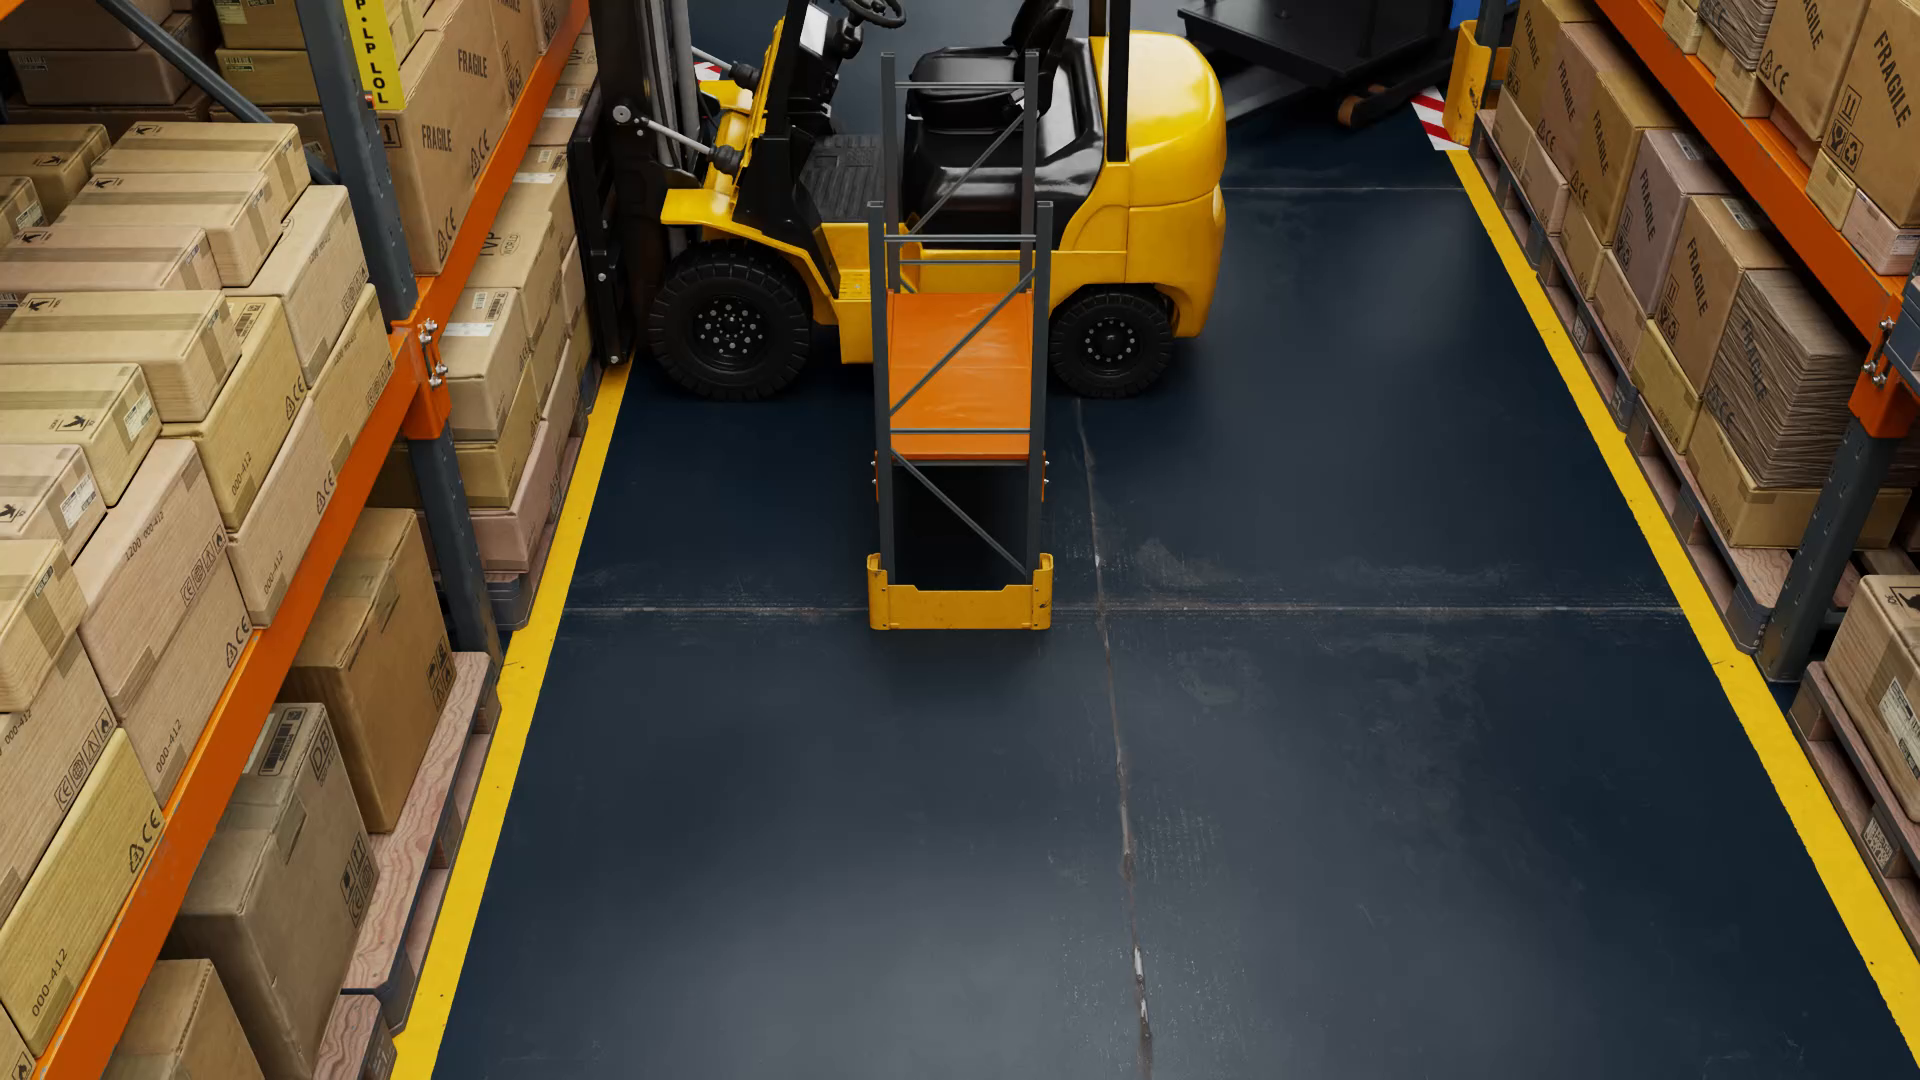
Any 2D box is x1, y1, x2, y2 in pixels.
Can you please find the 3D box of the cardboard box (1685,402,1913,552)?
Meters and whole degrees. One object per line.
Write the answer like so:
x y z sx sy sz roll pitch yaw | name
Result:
2.749 -0.219 5.487 0.500 0.250 0.500 2 39 2 | cardboard box

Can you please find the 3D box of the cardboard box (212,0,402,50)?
-1.649 -1.360 4.212 0.380 0.149 0.250 1 39 1 | cardboard box

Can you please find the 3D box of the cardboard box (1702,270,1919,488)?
2.750 -0.512 5.253 0.500 0.500 0.500 -1 39 -1 | cardboard box

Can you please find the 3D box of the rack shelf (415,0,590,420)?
-1.947 -1.722 6.076 1.077 0.370 4.000 0 39 0 | rack shelf

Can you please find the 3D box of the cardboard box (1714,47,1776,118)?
2.709 -1.496 5.420 0.380 0.149 0.250 -1 39 -1 | cardboard box

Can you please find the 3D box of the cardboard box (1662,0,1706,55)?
2.702 -1.817 5.820 0.380 0.149 0.250 0 39 0 | cardboard box

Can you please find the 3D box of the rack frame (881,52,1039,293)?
-0.001 -0.956 5.744 0.500 1.500 0.032 0 39 0 | rack frame

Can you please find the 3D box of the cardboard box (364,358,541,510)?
-1.637 -0.341 5.240 0.500 0.250 0.500 0 39 0 | cardboard box

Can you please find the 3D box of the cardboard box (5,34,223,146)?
-2.216 -1.072 4.609 0.500 0.500 0.500 0 39 0 | cardboard box

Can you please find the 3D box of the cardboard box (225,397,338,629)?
-1.677 -0.065 3.552 0.500 0.250 0.500 0 39 0 | cardboard box

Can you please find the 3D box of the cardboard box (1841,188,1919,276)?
2.713 -0.861 4.627 0.380 0.149 0.250 0 39 -1 | cardboard box

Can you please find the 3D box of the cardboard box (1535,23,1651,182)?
2.744 -1.797 6.857 0.500 0.500 0.500 -1 39 -2 | cardboard box

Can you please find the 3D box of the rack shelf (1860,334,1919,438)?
3.021 0.773 2.962 1.077 0.370 4.000 0 39 0 | rack shelf

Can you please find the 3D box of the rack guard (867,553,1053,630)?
0.000 0.166 5.343 0.587 0.250 0.087 0 39 0 | rack guard

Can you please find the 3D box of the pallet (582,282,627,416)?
-1.908 -0.927 6.737 1.003 0.211 1.213 0 39 0 | pallet

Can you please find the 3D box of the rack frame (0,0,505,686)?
-1.945 -0.752 4.290 1.000 3.000 0.127 0 39 0 | rack frame

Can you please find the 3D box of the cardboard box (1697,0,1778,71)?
2.757 -1.837 5.326 0.500 0.500 0.500 1 39 1 | cardboard box

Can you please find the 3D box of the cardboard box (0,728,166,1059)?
-1.699 0.569 2.761 0.500 0.250 0.500 1 39 1 | cardboard box

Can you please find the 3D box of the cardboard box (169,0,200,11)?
-2.206 -1.517 4.408 0.380 0.149 0.250 -1 39 -1 | cardboard box

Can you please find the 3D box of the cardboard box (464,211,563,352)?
-1.622 -0.856 5.483 0.500 0.250 0.500 0 39 0 | cardboard box

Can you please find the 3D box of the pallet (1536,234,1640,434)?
2.978 -0.855 6.648 1.003 0.211 1.213 0 39 0 | pallet

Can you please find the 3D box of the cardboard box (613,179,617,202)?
-1.625 -1.599 6.810 0.500 0.250 0.500 -1 39 -1 | cardboard box

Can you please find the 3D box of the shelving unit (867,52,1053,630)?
0.000 -0.633 5.340 0.587 1.500 1.083 0 39 0 | shelving unit

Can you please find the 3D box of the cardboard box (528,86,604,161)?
-1.627 -1.495 6.281 0.500 0.250 0.500 -1 39 -1 | cardboard box

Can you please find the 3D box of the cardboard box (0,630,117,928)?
-1.704 0.375 2.604 0.500 0.250 0.500 0 39 1 | cardboard box

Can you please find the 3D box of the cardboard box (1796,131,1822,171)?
2.784 -1.180 5.025 0.380 0.149 0.250 0 39 0 | cardboard box

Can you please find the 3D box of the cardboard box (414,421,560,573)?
-1.614 -0.146 5.397 0.500 0.250 0.500 0 39 0 | cardboard box

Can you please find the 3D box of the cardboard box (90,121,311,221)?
-1.723 -0.831 3.790 0.380 0.149 0.250 1 39 2 | cardboard box

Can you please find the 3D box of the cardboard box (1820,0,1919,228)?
2.769 -1.191 4.520 0.500 0.500 0.500 -1 39 -1 | cardboard box

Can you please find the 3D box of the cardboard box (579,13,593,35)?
-1.631 -2.128 7.070 0.500 0.250 0.500 1 39 1 | cardboard box

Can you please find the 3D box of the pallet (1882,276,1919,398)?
2.874 -0.205 3.761 1.003 0.211 1.213 0 39 0 | pallet

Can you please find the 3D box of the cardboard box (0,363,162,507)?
-1.686 -0.188 2.988 0.380 0.149 0.250 -1 39 -1 | cardboard box

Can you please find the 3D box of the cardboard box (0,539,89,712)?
-1.614 0.134 2.586 0.380 0.149 0.250 -1 39 -1 | cardboard box

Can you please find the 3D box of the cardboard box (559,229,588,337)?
-1.628 -0.970 6.025 0.500 0.250 0.500 0 39 0 | cardboard box

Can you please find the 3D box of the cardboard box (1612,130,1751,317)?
2.746 -1.149 6.048 0.500 0.500 0.500 2 39 2 | cardboard box

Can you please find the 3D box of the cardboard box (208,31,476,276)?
-1.684 -1.069 4.605 0.500 0.500 0.500 -1 39 -1 | cardboard box

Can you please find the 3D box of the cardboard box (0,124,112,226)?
-2.159 -0.825 3.782 0.380 0.149 0.250 -1 39 -1 | cardboard box

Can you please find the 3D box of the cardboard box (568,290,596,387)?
-1.647 -0.785 6.194 0.500 0.250 0.500 1 39 1 | cardboard box

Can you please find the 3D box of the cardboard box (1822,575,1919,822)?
3.022 0.431 4.579 0.950 0.372 0.625 0 39 1 | cardboard box

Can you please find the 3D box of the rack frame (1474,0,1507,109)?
3.014 -3.260 7.419 1.000 3.000 0.127 0 39 0 | rack frame

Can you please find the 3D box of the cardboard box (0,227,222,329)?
-1.757 -0.517 3.397 0.380 0.149 0.250 0 39 0 | cardboard box

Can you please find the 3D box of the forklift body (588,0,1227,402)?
-0.123 -1.738 6.199 2.313 2.155 1.214 0 39 0 | forklift body

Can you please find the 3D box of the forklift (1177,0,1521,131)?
1.835 -3.561 7.850 3.031 2.935 1.130 -29 47 -31 | forklift

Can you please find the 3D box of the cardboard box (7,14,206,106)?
-2.202 -1.245 4.307 0.380 0.149 0.250 0 39 0 | cardboard box

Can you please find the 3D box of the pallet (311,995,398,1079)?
-1.901 1.561 3.633 1.003 0.211 1.213 0 39 0 | pallet

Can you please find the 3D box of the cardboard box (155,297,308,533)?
-1.681 -0.260 3.396 0.500 0.250 0.500 -1 39 -1 | cardboard box

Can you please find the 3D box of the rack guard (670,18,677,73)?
-1.950 -2.293 8.212 1.175 0.500 0.348 0 39 0 | rack guard

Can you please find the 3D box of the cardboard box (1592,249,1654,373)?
2.743 -0.870 6.300 0.500 0.250 0.500 1 39 1 | cardboard box

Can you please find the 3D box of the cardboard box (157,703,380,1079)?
-1.940 0.822 3.889 0.875 0.625 0.625 0 39 0 | cardboard box

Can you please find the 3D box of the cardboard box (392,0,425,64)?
-1.684 -1.406 4.507 0.380 0.149 0.250 1 39 1 | cardboard box

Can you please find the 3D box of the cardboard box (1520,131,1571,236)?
2.731 -1.527 7.119 0.500 0.250 0.500 1 39 2 | cardboard box

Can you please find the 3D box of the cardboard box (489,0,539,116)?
-1.703 -1.711 5.407 0.500 0.500 0.500 0 39 0 | cardboard box
